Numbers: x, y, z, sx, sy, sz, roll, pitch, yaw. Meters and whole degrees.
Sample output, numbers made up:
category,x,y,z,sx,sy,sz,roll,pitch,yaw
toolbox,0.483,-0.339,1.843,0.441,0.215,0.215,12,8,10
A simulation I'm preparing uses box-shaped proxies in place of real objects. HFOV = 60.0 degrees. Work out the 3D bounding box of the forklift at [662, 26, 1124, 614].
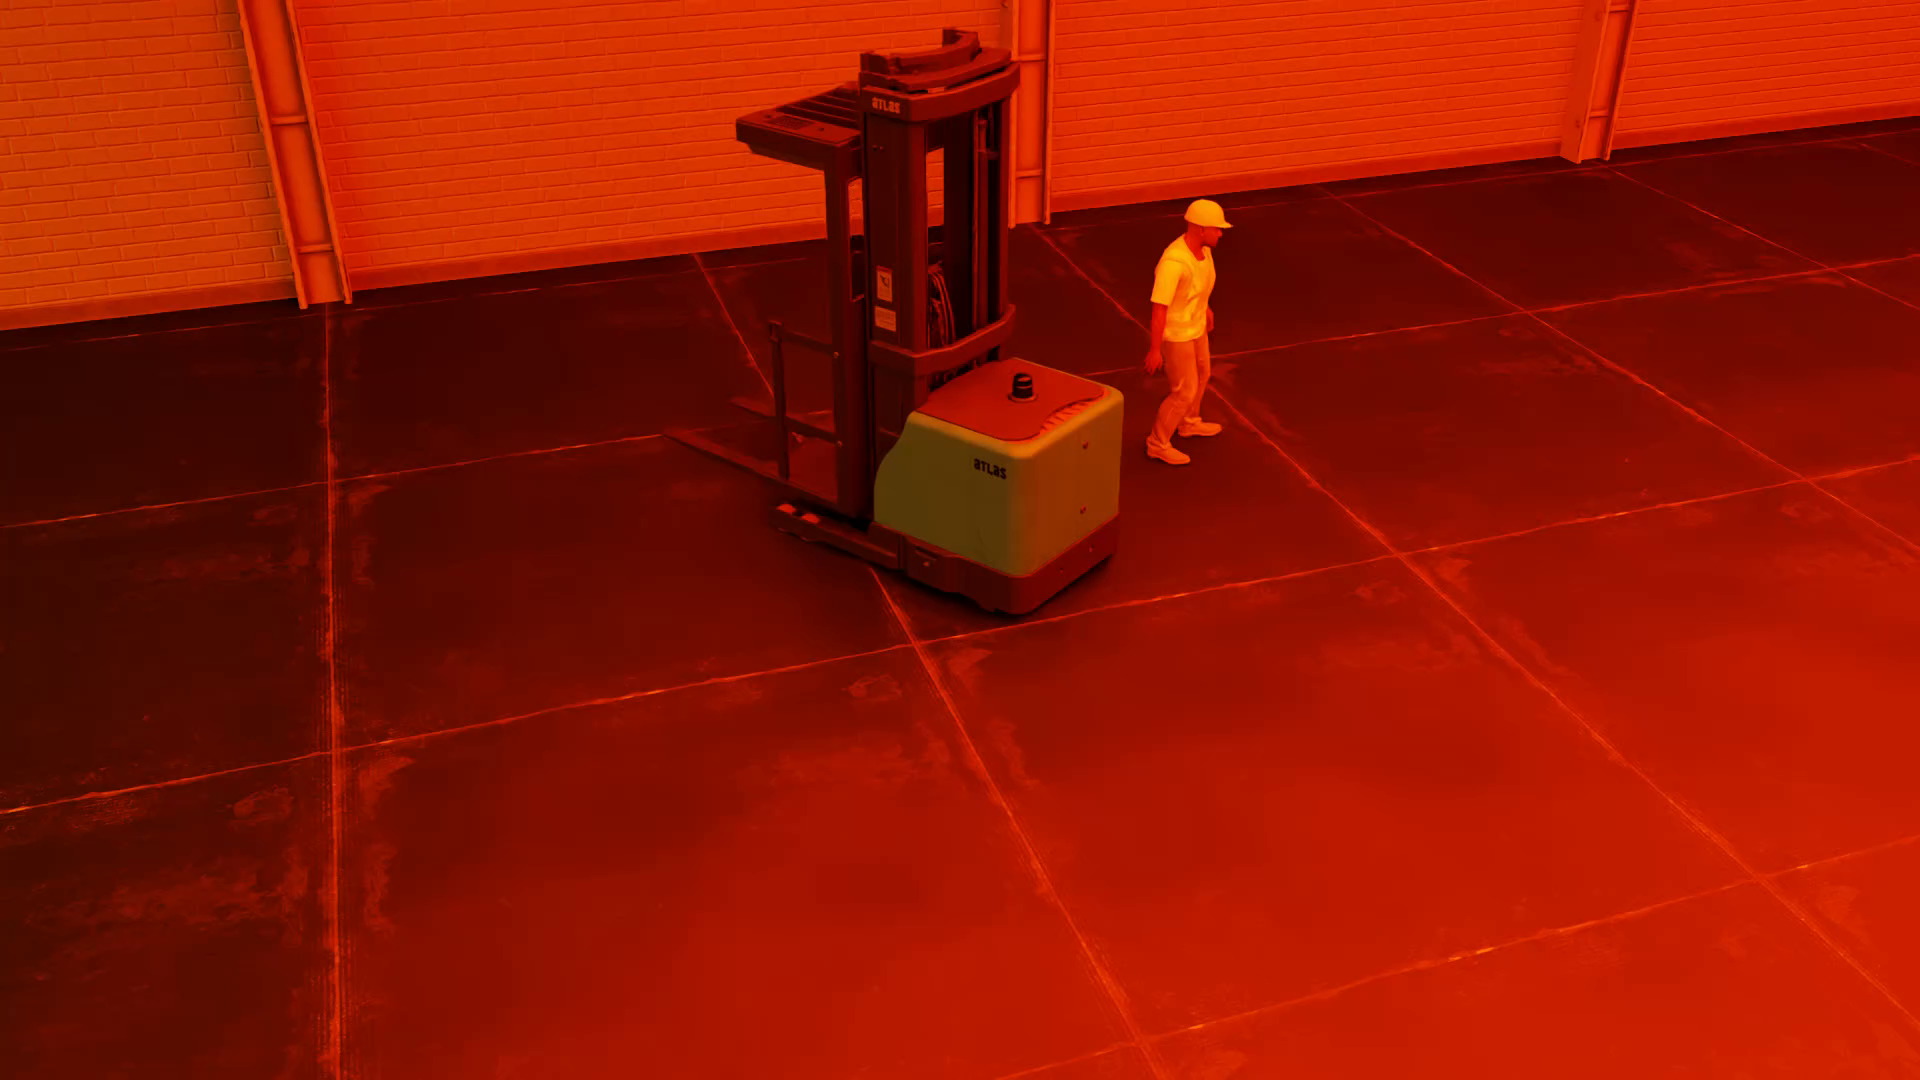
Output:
category,x,y,z,sx,sy,sz,roll,pitch,yaw
forklift,-0.538,-1.446,9.601,3.031,2.935,1.130,21,36,32

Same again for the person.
category,x,y,z,sx,sy,sz,roll,pitch,yaw
person,1.458,-1.335,10.606,0.428,1.737,0.847,13,32,21
